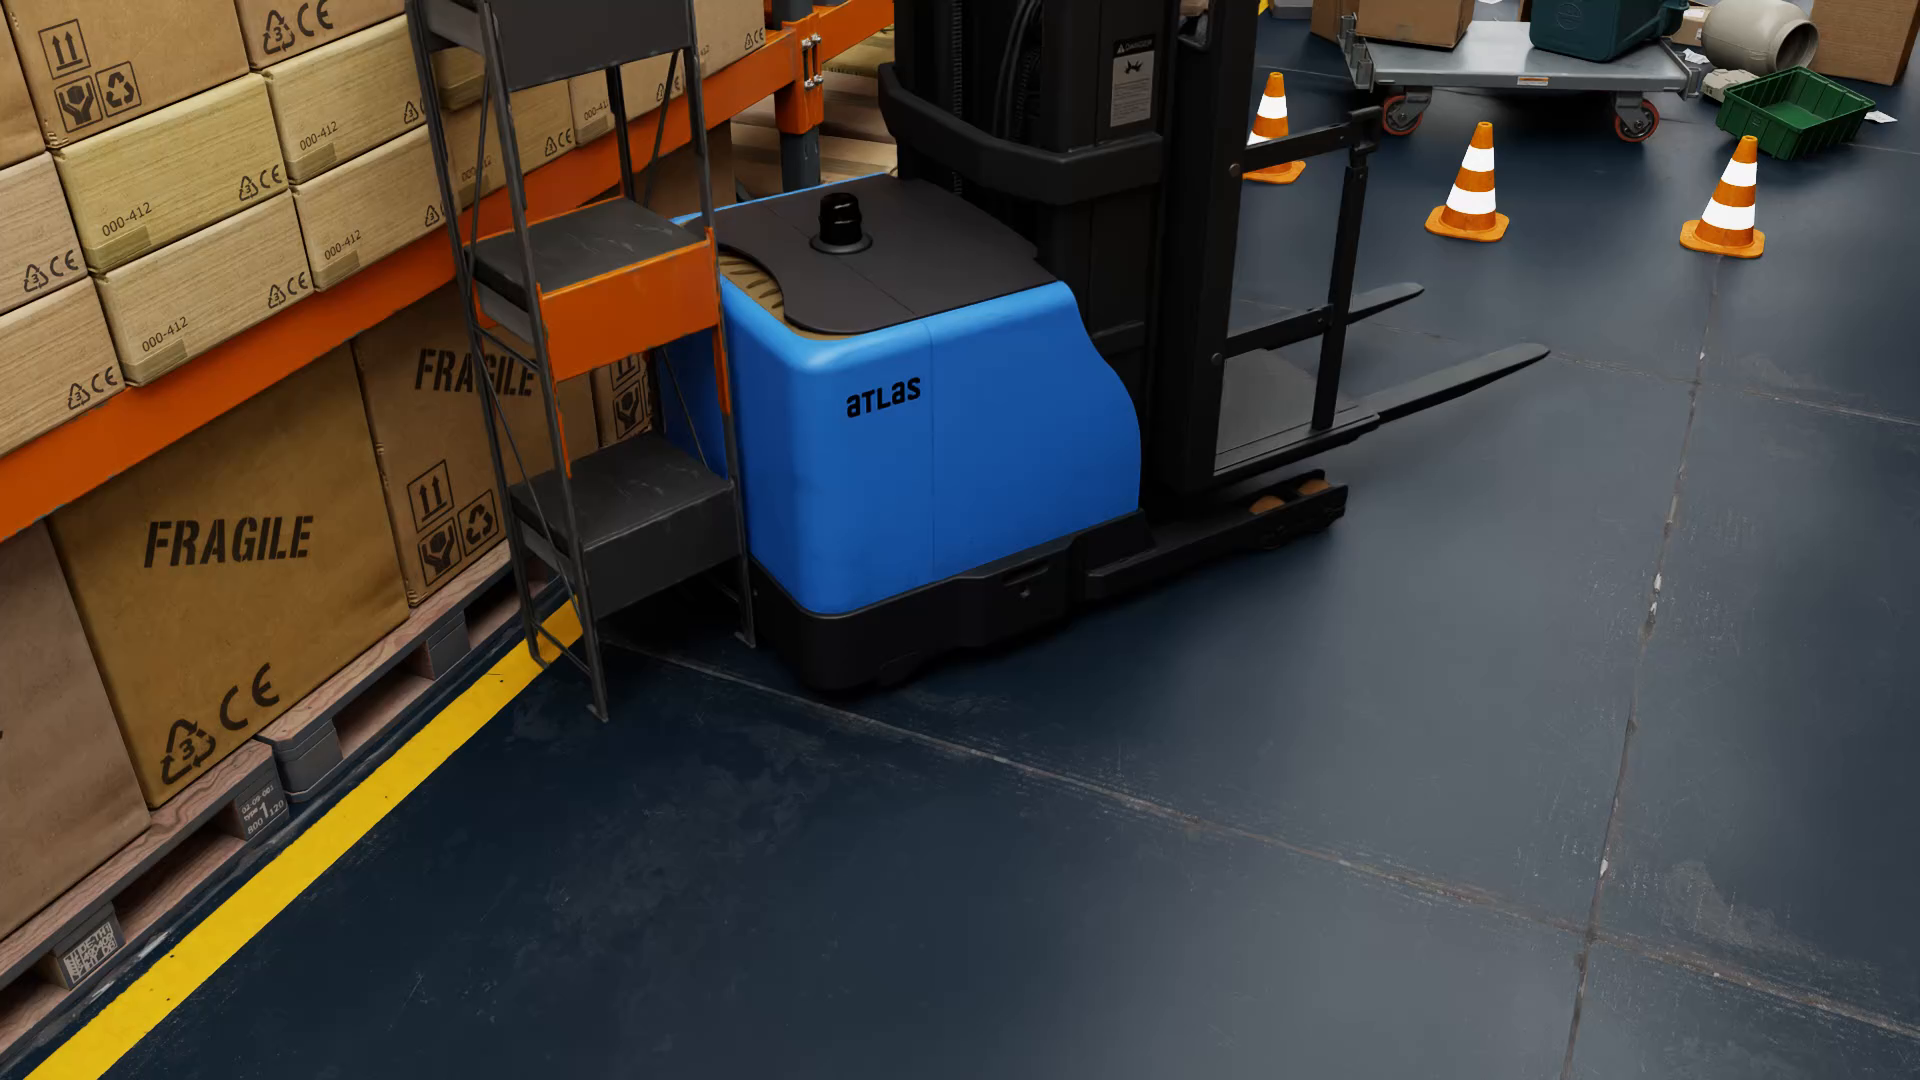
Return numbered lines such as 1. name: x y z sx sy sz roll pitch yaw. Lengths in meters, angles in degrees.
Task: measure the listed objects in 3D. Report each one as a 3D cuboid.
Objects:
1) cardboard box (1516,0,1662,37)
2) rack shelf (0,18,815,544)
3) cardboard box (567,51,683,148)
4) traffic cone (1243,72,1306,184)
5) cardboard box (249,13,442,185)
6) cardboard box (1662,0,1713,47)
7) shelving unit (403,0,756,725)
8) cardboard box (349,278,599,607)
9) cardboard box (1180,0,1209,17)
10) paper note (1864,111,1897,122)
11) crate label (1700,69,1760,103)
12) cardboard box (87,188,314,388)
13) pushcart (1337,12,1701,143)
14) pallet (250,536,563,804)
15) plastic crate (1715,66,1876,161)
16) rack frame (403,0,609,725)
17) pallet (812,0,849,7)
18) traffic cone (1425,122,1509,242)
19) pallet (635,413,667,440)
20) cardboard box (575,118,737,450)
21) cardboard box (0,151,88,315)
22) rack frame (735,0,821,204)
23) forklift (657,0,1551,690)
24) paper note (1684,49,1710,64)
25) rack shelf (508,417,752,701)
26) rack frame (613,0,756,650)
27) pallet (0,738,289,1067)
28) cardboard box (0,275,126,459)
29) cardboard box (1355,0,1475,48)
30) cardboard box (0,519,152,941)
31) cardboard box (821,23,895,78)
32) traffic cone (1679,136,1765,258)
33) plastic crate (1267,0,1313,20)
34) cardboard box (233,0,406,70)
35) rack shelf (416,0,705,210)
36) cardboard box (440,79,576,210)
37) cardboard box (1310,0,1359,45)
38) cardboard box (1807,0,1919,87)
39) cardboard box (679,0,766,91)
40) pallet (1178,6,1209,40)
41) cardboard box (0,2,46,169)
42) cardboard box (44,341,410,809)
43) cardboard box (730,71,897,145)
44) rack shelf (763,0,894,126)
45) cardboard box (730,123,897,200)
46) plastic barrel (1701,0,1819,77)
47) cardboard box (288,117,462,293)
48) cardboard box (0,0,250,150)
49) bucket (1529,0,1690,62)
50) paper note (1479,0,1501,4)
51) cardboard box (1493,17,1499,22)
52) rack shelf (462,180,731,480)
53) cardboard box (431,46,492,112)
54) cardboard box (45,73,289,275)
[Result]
1. cardboard box: 3.565 -3.047 9.315 0.797 0.637 0.503 14 36 20
2. rack shelf: -1.800 -0.677 4.202 1.077 0.370 4.000 14 36 20
3. cardboard box: -1.138 -1.341 4.697 0.500 0.250 0.500 15 36 21
4. traffic cone: 1.463 -1.966 7.826 0.336 0.463 0.334 14 36 20
5. cardboard box: -1.559 -1.046 3.790 0.500 0.250 0.500 13 35 19
6. cardboard box: 4.295 -3.016 9.607 0.396 0.266 0.258 21 39 28
7. shelving unit: -0.912 -0.548 4.161 0.503 2.100 0.431 -27 42 -33
8. cardboard box: -1.704 -0.492 4.820 0.875 0.875 0.875 15 36 21
9. cardboard box: 1.203 -3.223 9.555 0.500 0.250 0.500 13 35 18
10. paper note: 4.708 -2.182 8.549 0.147 0.020 0.142 -9 34 -13
11. crate label: 4.073 -2.384 8.761 0.298 0.136 0.250 -9 34 -13
12. cardboard box: -1.769 -0.587 3.546 0.500 0.250 0.500 14 36 20
13. pushcart: 2.802 -2.371 8.522 1.648 0.377 0.936 3 33 4
14. pallet: -1.873 0.173 4.793 1.003 0.211 1.213 14 36 20
15. plastic crate: 4.132 -2.116 8.253 0.662 0.188 0.450 -21 49 -29
16. rack frame: -1.095 -0.456 4.028 0.015 2.100 0.400 -27 42 -33
17. pallet: -0.761 -2.273 6.155 1.213 0.211 1.003 14 36 20
18. traffic cone: 2.250 -1.592 7.256 0.336 0.463 0.334 14 36 20
19. pallet: -1.361 -0.432 5.716 1.003 0.211 1.213 14 36 20
20. cardboard box: -1.327 -0.936 5.496 0.875 0.875 0.875 14 36 20
21. cardboard box: -2.004 -0.548 3.031 0.500 0.250 0.500 15 36 21
22. rack frame: -0.963 -1.973 5.524 1.000 3.000 0.127 14 36 20
23. forklift: 0.627 -1.422 4.746 3.031 2.935 1.130 -19 38 -26
24. paper note: 4.155 -2.732 9.395 0.172 0.023 0.155 29 43 36
25. rack shelf: -0.907 0.043 4.561 0.480 0.518 0.431 -27 42 -33
26. rack frame: -0.729 -0.640 4.294 0.015 2.100 0.400 -27 42 -33
27. pallet: -2.382 0.783 3.863 1.003 0.211 1.213 14 36 20
28. cardboard box: -1.997 -0.335 3.162 0.500 0.250 0.500 13 36 19
29. cardboard box: 2.340 -2.844 8.440 0.500 0.500 0.500 14 36 20
30. cardboard box: -2.450 0.404 3.452 0.875 0.875 0.875 15 36 22
31. cardboard box: -0.094 -2.075 7.693 0.950 0.372 0.625 15 36 22
32. traffic cone: 3.316 -1.498 7.113 0.336 0.463 0.334 14 36 20
33. plastic crate: 2.112 -3.338 10.269 0.402 0.080 0.583 3 33 4
34. cardboard box: -1.581 -1.362 3.589 0.500 0.500 0.500 14 36 20
35. rack shelf: -0.917 -1.116 3.776 0.480 0.518 0.431 -27 42 -33
36. cardboard box: -1.363 -1.094 4.320 0.500 0.250 0.500 14 36 20
37. cardboard box: 2.395 -3.143 9.585 0.500 0.500 0.500 -15 36 -21
38. cardboard box: 4.966 -2.845 9.130 0.500 0.500 0.500 21 39 28
39. cardboard box: -0.939 -1.599 5.090 0.500 0.250 0.500 13 35 19
40. pallet: 0.960 -3.142 9.849 1.003 0.211 1.213 14 36 20
41. cardboard box: -2.003 -0.854 2.814 0.500 0.500 0.500 14 36 20
42. cardboard box: -2.079 -0.047 4.141 0.875 0.875 0.875 15 36 22
43. cardboard box: -0.416 -1.699 7.118 0.950 0.372 0.625 13 36 20
44. rack shelf: -0.126 -2.669 7.241 1.077 0.370 4.000 14 36 20
45. cardboard box: -0.717 -1.329 6.555 0.950 0.372 0.625 12 35 17
46. plastic barrel: 4.330 -2.720 9.012 0.421 0.421 0.512 -15 36 -21
47. cardboard box: -1.551 -0.834 3.923 0.500 0.250 0.500 14 36 20
48. cardboard box: -1.791 -1.103 3.194 0.500 0.500 0.500 13 36 19
49. bucket: 3.212 -2.744 8.298 0.726 0.611 0.620 29 53 36
50. paper note: 3.305 -3.395 10.411 0.148 0.019 0.142 29 43 36
51. cardboard box: 3.001 -2.736 9.180 0.258 0.266 0.396 -9 34 -13
52. rack shelf: -0.912 -0.537 4.168 0.480 0.518 0.431 -27 42 -33
53. cardboard box: -1.342 -1.304 4.185 0.500 0.250 0.500 13 36 19
54. cardboard box: -1.768 -0.793 3.405 0.500 0.250 0.500 15 36 21
